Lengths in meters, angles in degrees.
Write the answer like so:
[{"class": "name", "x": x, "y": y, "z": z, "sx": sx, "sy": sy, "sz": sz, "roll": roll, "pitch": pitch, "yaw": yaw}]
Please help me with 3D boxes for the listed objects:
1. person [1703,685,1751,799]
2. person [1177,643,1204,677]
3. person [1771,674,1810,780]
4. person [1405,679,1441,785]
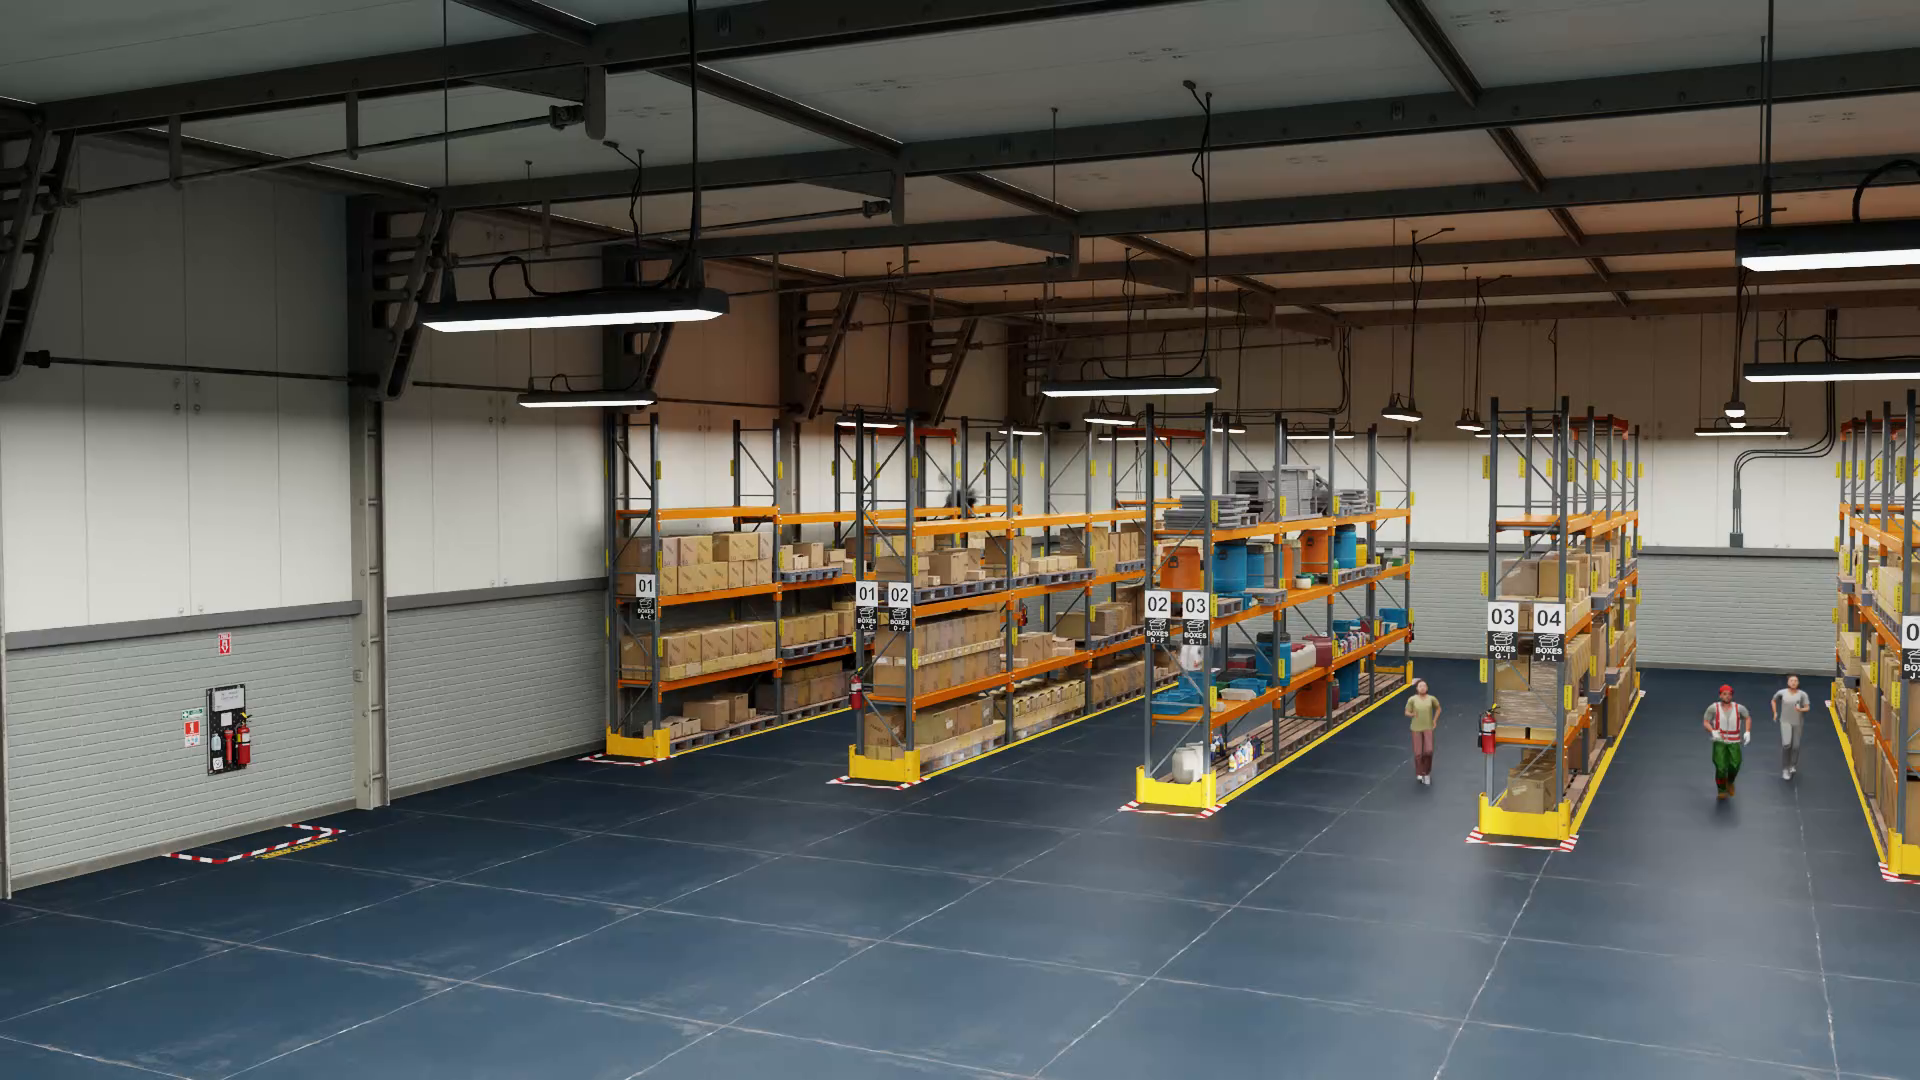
[{"class": "person", "x": 11.614, "y": 3.064, "z": 25.153, "sx": 0.692, "sy": 1.743, "sz": 0.600, "roll": 1, "pitch": 3, "yaw": 17}, {"class": "person", "x": 4.791, "y": 2.684, "z": 34.526, "sx": 0.652, "sy": 1.730, "sz": 0.639, "roll": 1, "pitch": 3, "yaw": 24}, {"class": "person", "x": 13.507, "y": 3.030, "z": 27.026, "sx": 0.531, "sy": 1.721, "sz": 0.732, "roll": 1, "pitch": 3, "yaw": 18}, {"class": "person", "x": 7.375, "y": 3.058, "z": 26.498, "sx": 0.561, "sy": 1.678, "sz": 0.620, "roll": 1, "pitch": 2, "yaw": 14}]
